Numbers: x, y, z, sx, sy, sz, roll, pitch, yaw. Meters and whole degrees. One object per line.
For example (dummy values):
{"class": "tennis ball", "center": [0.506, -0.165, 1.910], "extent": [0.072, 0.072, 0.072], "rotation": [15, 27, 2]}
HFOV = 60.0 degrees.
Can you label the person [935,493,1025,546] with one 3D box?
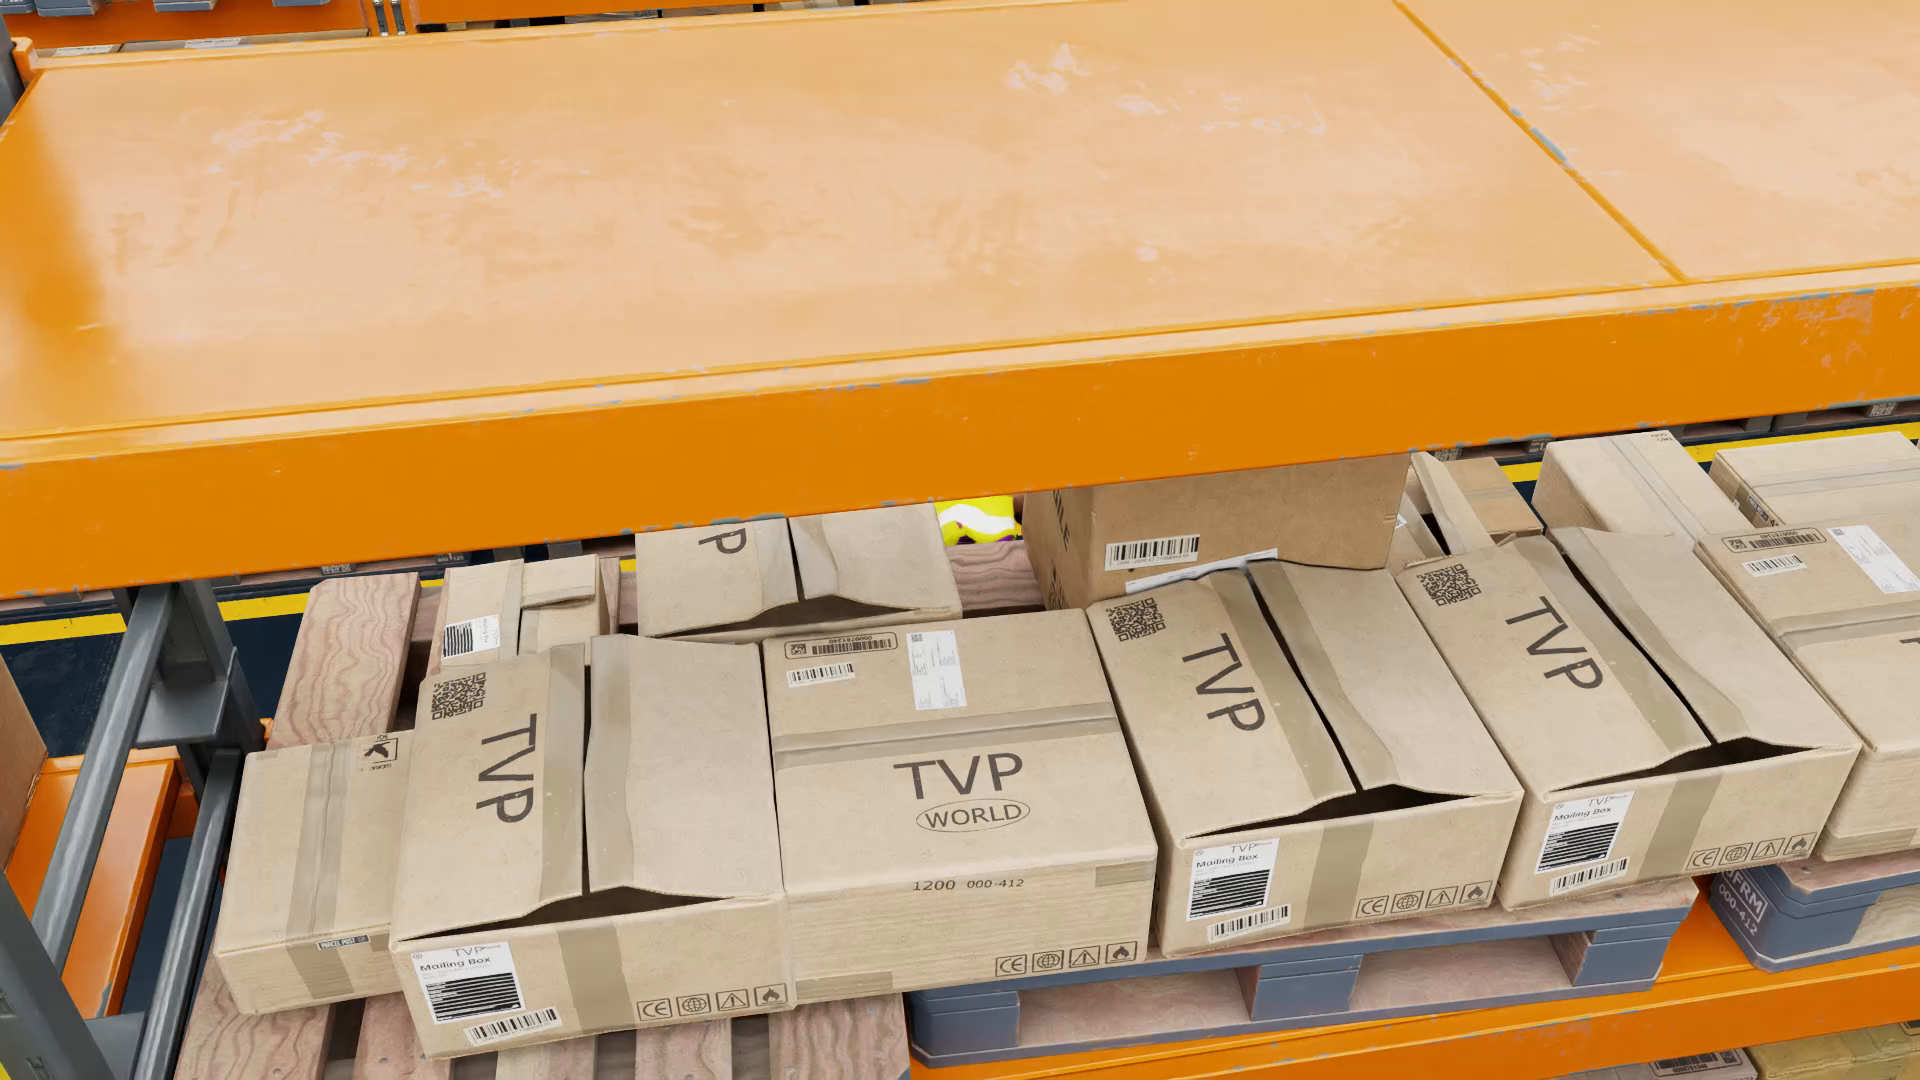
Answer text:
{"class": "person", "center": [-0.007, 0.146, 7.052], "extent": [0.956, 1.011, 0.526], "rotation": [-8, 39, -10]}
